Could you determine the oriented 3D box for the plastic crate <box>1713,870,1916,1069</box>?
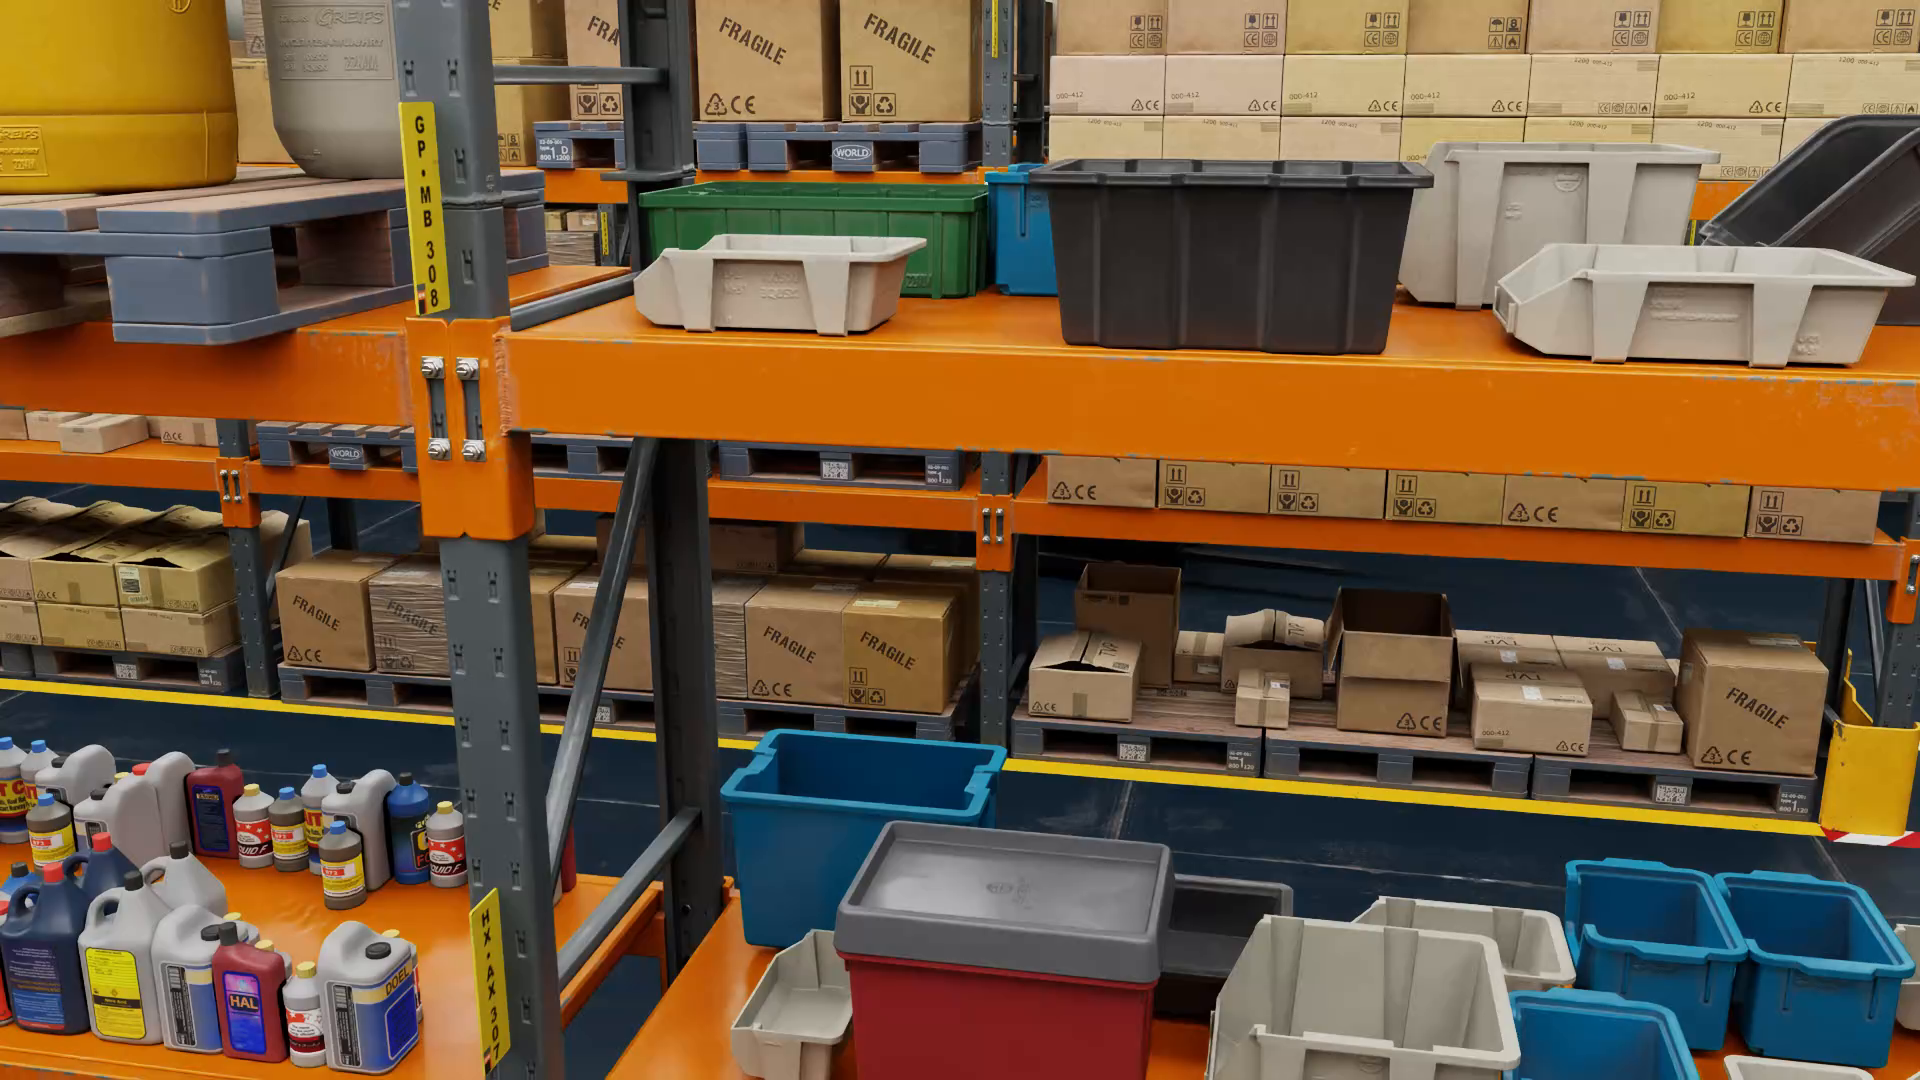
[{"bbox_3d":[1.721,0.879,3.400,0.300,0.233,0.416,3,16,11],"label":"plastic crate"}]

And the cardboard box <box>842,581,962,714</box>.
[{"bbox_3d":[-0.282,0.530,8.319,0.500,0.500,0.500,3,16,11],"label":"cardboard box"}]

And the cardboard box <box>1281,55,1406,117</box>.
[{"bbox_3d":[1.664,-1.979,7.243,0.500,0.250,0.500,3,16,11],"label":"cardboard box"}]

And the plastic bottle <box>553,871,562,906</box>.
[{"bbox_3d":[-1.052,0.702,3.931,0.185,0.351,0.144,3,16,11],"label":"plastic bottle"}]

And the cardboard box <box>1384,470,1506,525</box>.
[{"bbox_3d":[2.195,-0.381,7.562,0.500,0.500,0.500,3,16,10],"label":"cardboard box"}]

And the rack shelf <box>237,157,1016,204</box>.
[{"bbox_3d":[-1.701,-1.717,8.300,4.000,0.370,1.077,3,16,11],"label":"rack shelf"}]

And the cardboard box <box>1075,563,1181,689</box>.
[{"bbox_3d":[0.874,0.437,8.653,0.500,0.500,0.500,3,16,11],"label":"cardboard box"}]

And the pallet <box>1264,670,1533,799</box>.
[{"bbox_3d":[2.131,0.933,8.227,1.213,0.211,1.003,3,16,11],"label":"pallet"}]

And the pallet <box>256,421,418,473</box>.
[{"bbox_3d":[-2.983,-0.614,8.950,1.003,0.211,1.213,3,16,11],"label":"pallet"}]

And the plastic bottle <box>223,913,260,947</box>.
[{"bbox_3d":[-1.534,0.890,3.531,0.097,0.201,0.097,0,15,0],"label":"plastic bottle"}]

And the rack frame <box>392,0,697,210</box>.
[{"bbox_3d":[-0.732,-2.107,2.742,0.127,3.000,1.000,3,16,11],"label":"rack frame"}]

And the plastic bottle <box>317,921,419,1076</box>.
[{"bbox_3d":[-1.183,0.907,3.330,0.135,0.276,0.152,3,16,11],"label":"plastic bottle"}]

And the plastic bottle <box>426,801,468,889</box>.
[{"bbox_3d":[-1.254,0.740,4.073,0.097,0.201,0.097,0,15,0],"label":"plastic bottle"}]

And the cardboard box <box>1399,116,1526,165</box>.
[{"bbox_3d":[2.155,-1.714,7.222,0.500,0.250,0.500,3,16,11],"label":"cardboard box"}]

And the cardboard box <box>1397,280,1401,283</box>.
[{"bbox_3d":[2.295,-1.002,7.930,0.500,0.500,0.500,3,16,11],"label":"cardboard box"}]

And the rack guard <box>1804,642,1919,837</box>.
[{"bbox_3d":[4.104,0.902,7.800,0.348,0.500,1.175,3,16,11],"label":"rack guard"}]

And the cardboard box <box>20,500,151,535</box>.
[{"bbox_3d":[-5.131,-0.030,9.795,0.500,0.311,0.500,3,16,10],"label":"cardboard box"}]

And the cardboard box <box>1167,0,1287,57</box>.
[{"bbox_3d":[1.205,-2.408,7.385,0.500,0.500,0.700,3,16,11],"label":"cardboard box"}]

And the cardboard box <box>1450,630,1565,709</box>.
[{"bbox_3d":[2.722,0.658,8.324,0.500,0.250,0.500,3,16,11],"label":"cardboard box"}]

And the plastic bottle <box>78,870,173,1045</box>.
[{"bbox_3d":[-1.698,0.844,3.417,0.185,0.351,0.144,3,16,11],"label":"plastic bottle"}]

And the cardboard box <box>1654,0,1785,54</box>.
[{"bbox_3d":[3.199,-2.346,7.164,0.500,0.500,0.700,3,16,11],"label":"cardboard box"}]

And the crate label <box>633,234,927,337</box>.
[{"bbox_3d":[-0.310,-0.433,2.811,0.466,0.136,0.293,3,16,11],"label":"crate label"}]

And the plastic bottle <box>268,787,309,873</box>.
[{"bbox_3d":[-1.672,0.717,4.155,0.097,0.201,0.097,0,15,0],"label":"plastic bottle"}]

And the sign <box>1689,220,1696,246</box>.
[{"bbox_3d":[5.040,-2.126,11.435,0.005,0.325,0.100,3,16,11],"label":"sign"}]

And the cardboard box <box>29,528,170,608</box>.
[{"bbox_3d":[-4.734,0.139,9.186,0.500,0.311,0.500,3,16,10],"label":"cardboard box"}]

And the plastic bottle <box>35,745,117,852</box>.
[{"bbox_3d":[-2.244,0.658,4.230,0.135,0.276,0.152,3,16,11],"label":"plastic bottle"}]

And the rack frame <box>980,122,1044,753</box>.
[{"bbox_3d":[0.259,-0.512,8.220,0.127,3.000,1.000,3,16,11],"label":"rack frame"}]

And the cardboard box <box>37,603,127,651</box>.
[{"bbox_3d":[-4.731,0.408,9.265,0.500,0.250,0.500,3,16,10],"label":"cardboard box"}]

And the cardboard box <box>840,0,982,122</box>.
[{"bbox_3d":[-0.220,-2.302,7.903,0.600,0.600,0.600,2,16,6],"label":"cardboard box"}]

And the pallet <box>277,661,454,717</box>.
[{"bbox_3d":[-2.937,0.669,9.181,1.213,0.211,1.003,3,16,11],"label":"pallet"}]

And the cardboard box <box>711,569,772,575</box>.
[{"bbox_3d":[-1.180,0.338,9.013,0.500,0.500,0.500,3,16,12],"label":"cardboard box"}]

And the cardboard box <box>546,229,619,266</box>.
[{"bbox_3d":[-3.140,-2.303,13.676,0.500,0.500,0.700,1,16,5],"label":"cardboard box"}]

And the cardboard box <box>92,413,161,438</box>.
[{"bbox_3d":[-4.499,-0.780,9.355,0.500,0.311,0.500,3,16,10],"label":"cardboard box"}]

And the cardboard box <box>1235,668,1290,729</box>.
[{"bbox_3d":[1.477,0.764,8.098,0.250,0.166,0.380,3,16,11],"label":"cardboard box"}]

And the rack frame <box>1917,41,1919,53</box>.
[{"bbox_3d":[4.179,-3.190,6.651,0.127,3.000,1.000,3,16,11],"label":"rack frame"}]

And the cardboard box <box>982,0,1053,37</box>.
[{"bbox_3d":[0.406,-3.956,12.619,0.500,0.250,0.500,4,16,15],"label":"cardboard box"}]

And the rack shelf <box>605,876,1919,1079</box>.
[{"bbox_3d":[1.228,1.237,3.255,4.000,0.370,1.077,3,16,11],"label":"rack shelf"}]

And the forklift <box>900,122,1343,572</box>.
[{"bbox_3d":[1.149,-1.254,11.030,3.031,2.935,1.130,7,17,23],"label":"forklift"}]

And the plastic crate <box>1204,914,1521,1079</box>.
[{"bbox_3d":[0.728,0.942,3.083,0.530,0.282,0.437,3,16,11],"label":"plastic crate"}]

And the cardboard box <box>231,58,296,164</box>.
[{"bbox_3d":[-3.227,-2.204,8.522,0.500,0.500,0.910,3,16,11],"label":"cardboard box"}]

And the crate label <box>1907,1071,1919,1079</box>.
[{"bbox_3d":[1.794,1.071,2.887,0.243,0.136,0.396,3,16,11],"label":"crate label"}]

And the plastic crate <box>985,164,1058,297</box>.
[{"bbox_3d":[0.224,-0.616,3.291,0.300,0.233,0.416,3,16,11],"label":"plastic crate"}]

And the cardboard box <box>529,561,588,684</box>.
[{"bbox_3d":[-2.267,0.422,8.709,0.500,0.500,0.500,3,16,10],"label":"cardboard box"}]

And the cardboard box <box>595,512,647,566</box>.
[{"bbox_3d":[-1.638,-0.050,9.006,0.500,0.250,0.500,3,16,10],"label":"cardboard box"}]

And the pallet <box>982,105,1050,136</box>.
[{"bbox_3d":[0.334,-3.197,12.653,1.217,0.209,0.805,2,16,9],"label":"pallet"}]

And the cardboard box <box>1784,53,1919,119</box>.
[{"bbox_3d":[3.624,-1.874,6.863,0.500,0.250,0.500,3,16,11],"label":"cardboard box"}]

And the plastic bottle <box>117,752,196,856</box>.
[{"bbox_3d":[-2.017,0.670,4.186,0.135,0.276,0.152,3,16,11],"label":"plastic bottle"}]

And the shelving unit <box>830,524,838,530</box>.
[{"bbox_3d":[-0.537,-0.810,12.105,0.755,1.500,0.431,7,17,23],"label":"shelving unit"}]
